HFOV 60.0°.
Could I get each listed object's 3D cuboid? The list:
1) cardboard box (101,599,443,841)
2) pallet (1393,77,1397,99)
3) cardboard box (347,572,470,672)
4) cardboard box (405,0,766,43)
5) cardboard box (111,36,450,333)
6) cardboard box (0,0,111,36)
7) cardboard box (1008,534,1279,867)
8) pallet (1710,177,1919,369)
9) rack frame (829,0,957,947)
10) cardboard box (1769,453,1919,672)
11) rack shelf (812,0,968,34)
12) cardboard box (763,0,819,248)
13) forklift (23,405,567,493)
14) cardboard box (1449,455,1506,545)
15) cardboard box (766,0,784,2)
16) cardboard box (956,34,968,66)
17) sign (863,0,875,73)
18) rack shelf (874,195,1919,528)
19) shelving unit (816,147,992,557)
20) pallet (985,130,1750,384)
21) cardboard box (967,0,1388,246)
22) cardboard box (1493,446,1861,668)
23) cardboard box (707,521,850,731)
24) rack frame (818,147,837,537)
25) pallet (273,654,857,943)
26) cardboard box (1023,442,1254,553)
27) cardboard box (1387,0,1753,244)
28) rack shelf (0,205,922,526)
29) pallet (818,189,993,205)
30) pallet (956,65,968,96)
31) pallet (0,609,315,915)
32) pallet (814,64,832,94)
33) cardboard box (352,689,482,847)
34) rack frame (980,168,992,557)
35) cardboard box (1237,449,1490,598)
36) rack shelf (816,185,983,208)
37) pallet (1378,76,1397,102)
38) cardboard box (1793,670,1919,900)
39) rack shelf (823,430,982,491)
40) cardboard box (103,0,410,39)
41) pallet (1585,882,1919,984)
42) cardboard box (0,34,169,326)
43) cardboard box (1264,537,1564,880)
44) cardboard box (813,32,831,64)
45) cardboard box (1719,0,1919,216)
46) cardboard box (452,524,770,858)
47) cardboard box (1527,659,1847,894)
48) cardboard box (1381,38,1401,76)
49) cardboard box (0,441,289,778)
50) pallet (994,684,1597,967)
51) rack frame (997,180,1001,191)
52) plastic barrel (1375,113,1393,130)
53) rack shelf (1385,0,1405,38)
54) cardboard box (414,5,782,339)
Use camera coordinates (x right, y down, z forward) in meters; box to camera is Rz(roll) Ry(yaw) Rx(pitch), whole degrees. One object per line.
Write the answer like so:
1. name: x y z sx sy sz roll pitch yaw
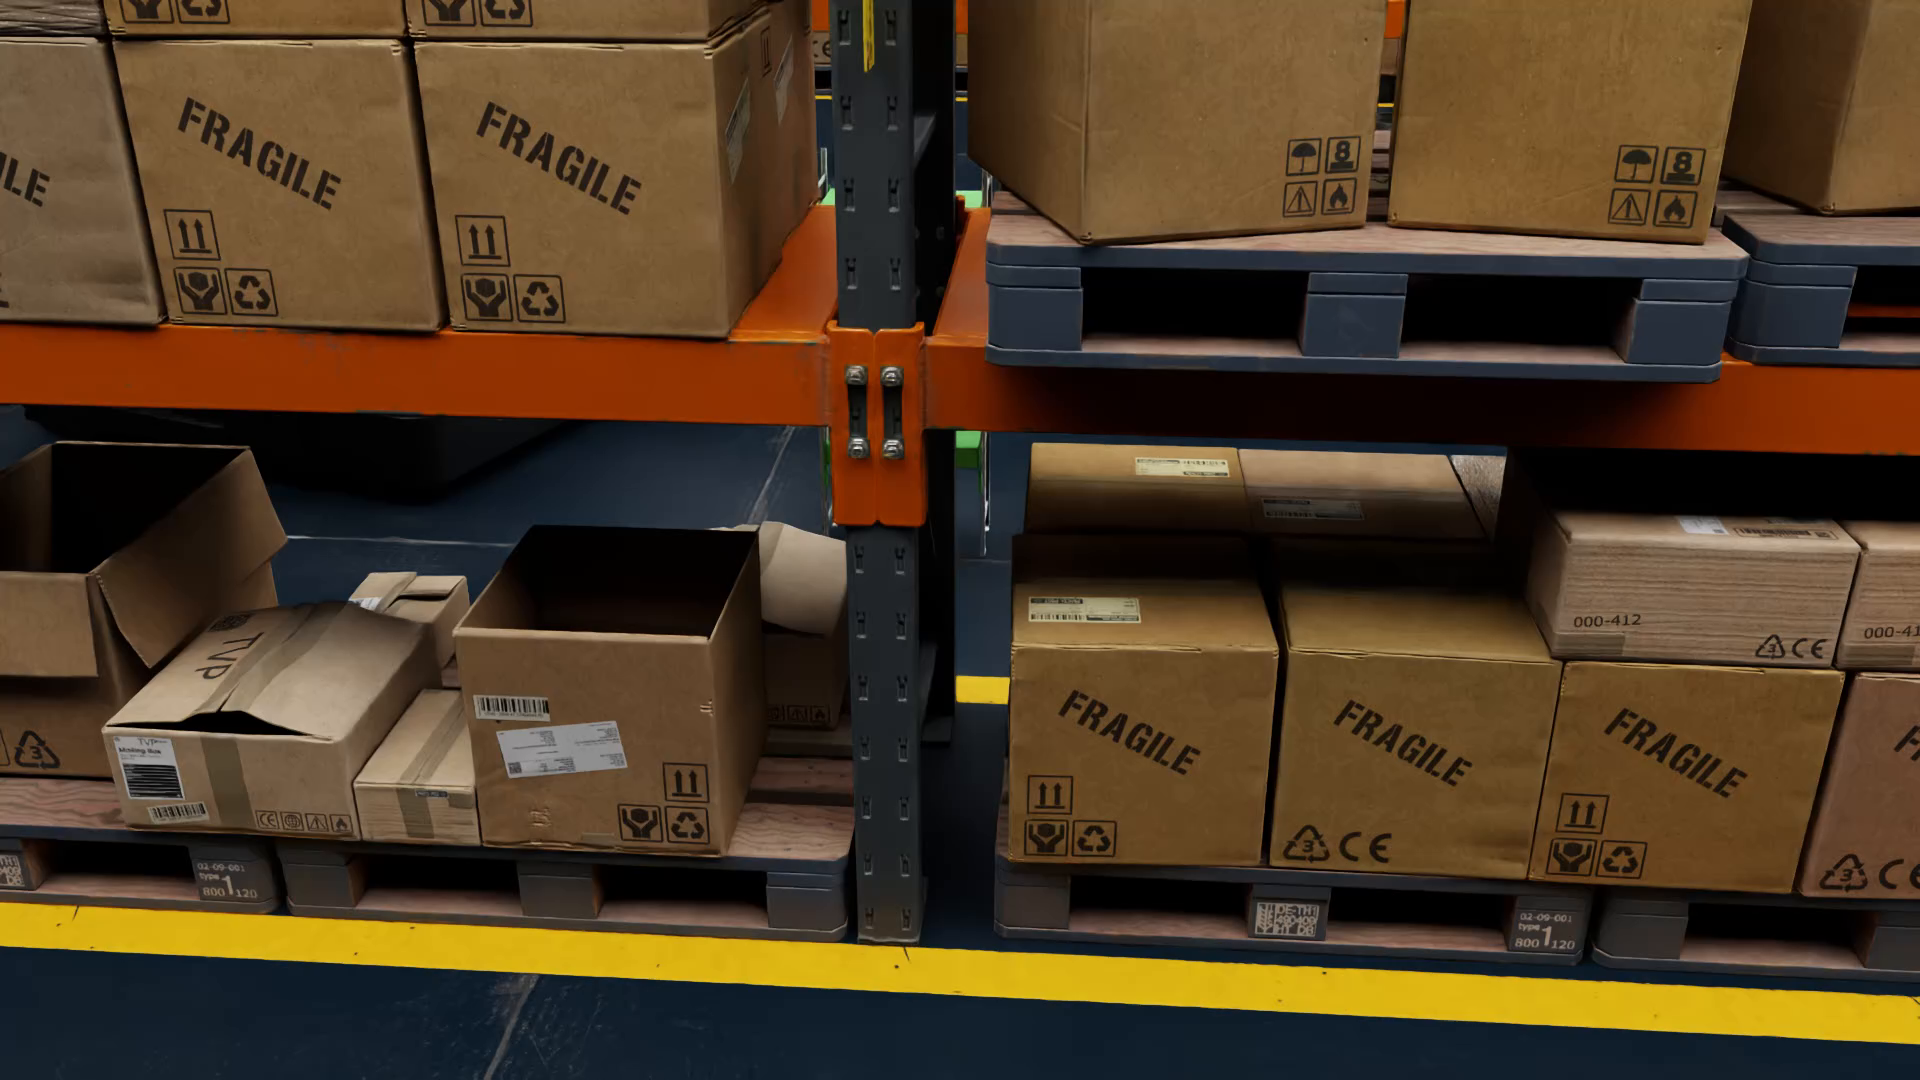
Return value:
1. cardboard box: -1.448 0.364 3.561 0.500 0.311 0.500 2 25 4
2. pallet: 3.860 -3.524 12.656 1.213 0.211 1.003 2 25 4
3. cardboard box: -1.375 0.227 4.032 0.250 0.166 0.380 2 25 4
4. cardboard box: -0.634 -1.142 2.827 0.500 0.500 0.500 2 25 4
5. cardboard box: -1.142 -0.704 3.072 0.500 0.500 0.500 3 25 5
6. cardboard box: -1.647 -1.173 2.895 0.500 0.500 0.500 2 25 4
7. cardboard box: 0.354 0.319 3.432 0.500 0.500 0.500 1 25 2
8. pallet: 1.939 -0.579 3.149 1.213 0.211 1.003 2 25 4
9. rack frame: -0.110 -0.734 3.256 0.127 3.000 1.000 2 25 4
10. cardboard box: 1.851 0.026 3.171 0.500 0.250 0.500 1 25 3
11. rack shelf: -1.721 -2.535 8.032 4.000 0.370 1.077 2 25 4
12. cardboard box: -0.597 -0.909 3.517 0.500 0.500 0.500 2 25 5
13. forklift: -2.880 -1.889 5.849 3.031 2.935 1.130 11 27 22
14. cardboard box: 1.396 0.134 3.835 0.500 0.500 0.500 2 25 5
15. cardboard box: -0.558 -1.366 3.314 0.500 0.500 0.500 2 25 5
16. cardboard box: 0.000 -4.142 12.703 0.875 0.875 0.875 2 25 4
17. sign: -0.144 -0.900 2.583 0.005 0.325 0.100 2 25 4
18. rack shelf: 1.884 -0.343 3.267 4.000 0.370 1.077 2 25 4
19. shelving unit: -0.165 -0.550 5.011 0.503 1.200 0.258 2 25 4
20. pallet: 0.678 -0.575 3.142 1.213 0.211 1.003 2 25 4
21. cardboard box: 0.345 -0.861 2.912 0.500 0.500 0.700 -6 25 -14
22. cardboard box: 1.351 0.010 3.206 0.500 0.250 0.500 2 25 4
23. cardboard box: -0.512 0.184 3.951 0.500 0.311 0.500 2 25 4
24. rack frame: -0.408 -0.558 5.028 0.015 1.200 0.240 2 25 4
25. pallet: -0.795 0.511 3.888 1.213 0.211 1.003 2 25 4
26. cardboard box: 0.404 0.098 3.912 0.500 0.500 0.500 2 25 4
27. cardboard box: 1.036 -0.866 2.921 0.500 0.500 0.700 6 25 12
28. rack shelf: -2.104 -0.471 3.545 4.000 0.370 1.077 2 25 4
29. pallet: -0.463 -1.539 8.341 1.213 0.211 1.003 2 25 4
30. pallet: -0.100 -3.652 12.935 1.213 0.211 1.003 2 25 4
31. pallet: -2.014 0.473 3.970 1.213 0.211 1.003 2 25 4
32. pallet: -1.320 -3.690 13.018 1.213 0.211 1.003 2 25 4
33. cardboard box: -1.078 0.475 3.514 0.250 0.149 0.380 2 25 4
34. rack frame: 0.078 -0.543 4.994 0.015 1.200 0.240 2 25 4
35. cardboard box: 0.896 0.118 3.870 0.500 0.500 0.500 2 25 4
36. rack shelf: -0.165 -0.928 4.837 0.480 0.148 0.258 2 25 4
37. pallet: 2.647 -3.564 12.744 1.213 0.211 1.003 2 25 4
38. cardboard box: 1.888 0.367 3.328 0.500 0.500 0.500 1 25 2
39. rack shelf: -0.165 -0.274 5.138 0.480 0.148 0.258 2 25 4
40. cardboard box: -1.145 -1.157 2.860 0.500 0.500 0.500 1 25 3
41. pallet: 1.924 0.581 3.734 1.213 0.211 1.003 2 25 4
42. cardboard box: -1.655 -0.720 3.106 0.500 0.500 0.500 2 25 5
43. cardboard box: 0.886 0.332 3.405 0.500 0.500 0.500 2 25 5
44. cardboard box: -0.897 -4.171 12.766 0.875 0.875 0.875 2 25 4
45. cardboard box: 1.656 -0.939 3.080 0.500 0.500 0.700 -4 25 -9
46. cardboard box: -0.700 0.302 3.469 0.500 0.500 0.500 2 25 4
47. cardboard box: 1.384 0.351 3.364 0.500 0.500 0.500 2 25 5
48. cardboard box: 3.066 -4.022 12.443 0.875 0.875 1.225 2 25 4
49. cardboard box: -1.984 0.143 3.812 0.637 0.503 0.797 2 25 4
50. pallet: 0.704 0.543 3.817 1.213 0.211 1.003 2 25 4
51. rack frame: 0.273 -2.798 7.742 0.127 3.000 1.000 2 25 4
52. plastic barrel: 2.076 -1.756 7.952 0.421 0.512 0.421 0 25 0
53. rack shelf: 2.267 -2.407 7.754 4.000 0.370 1.077 2 25 4
54. cardboard box: -0.628 -0.688 3.037 0.500 0.500 0.500 2 25 5
